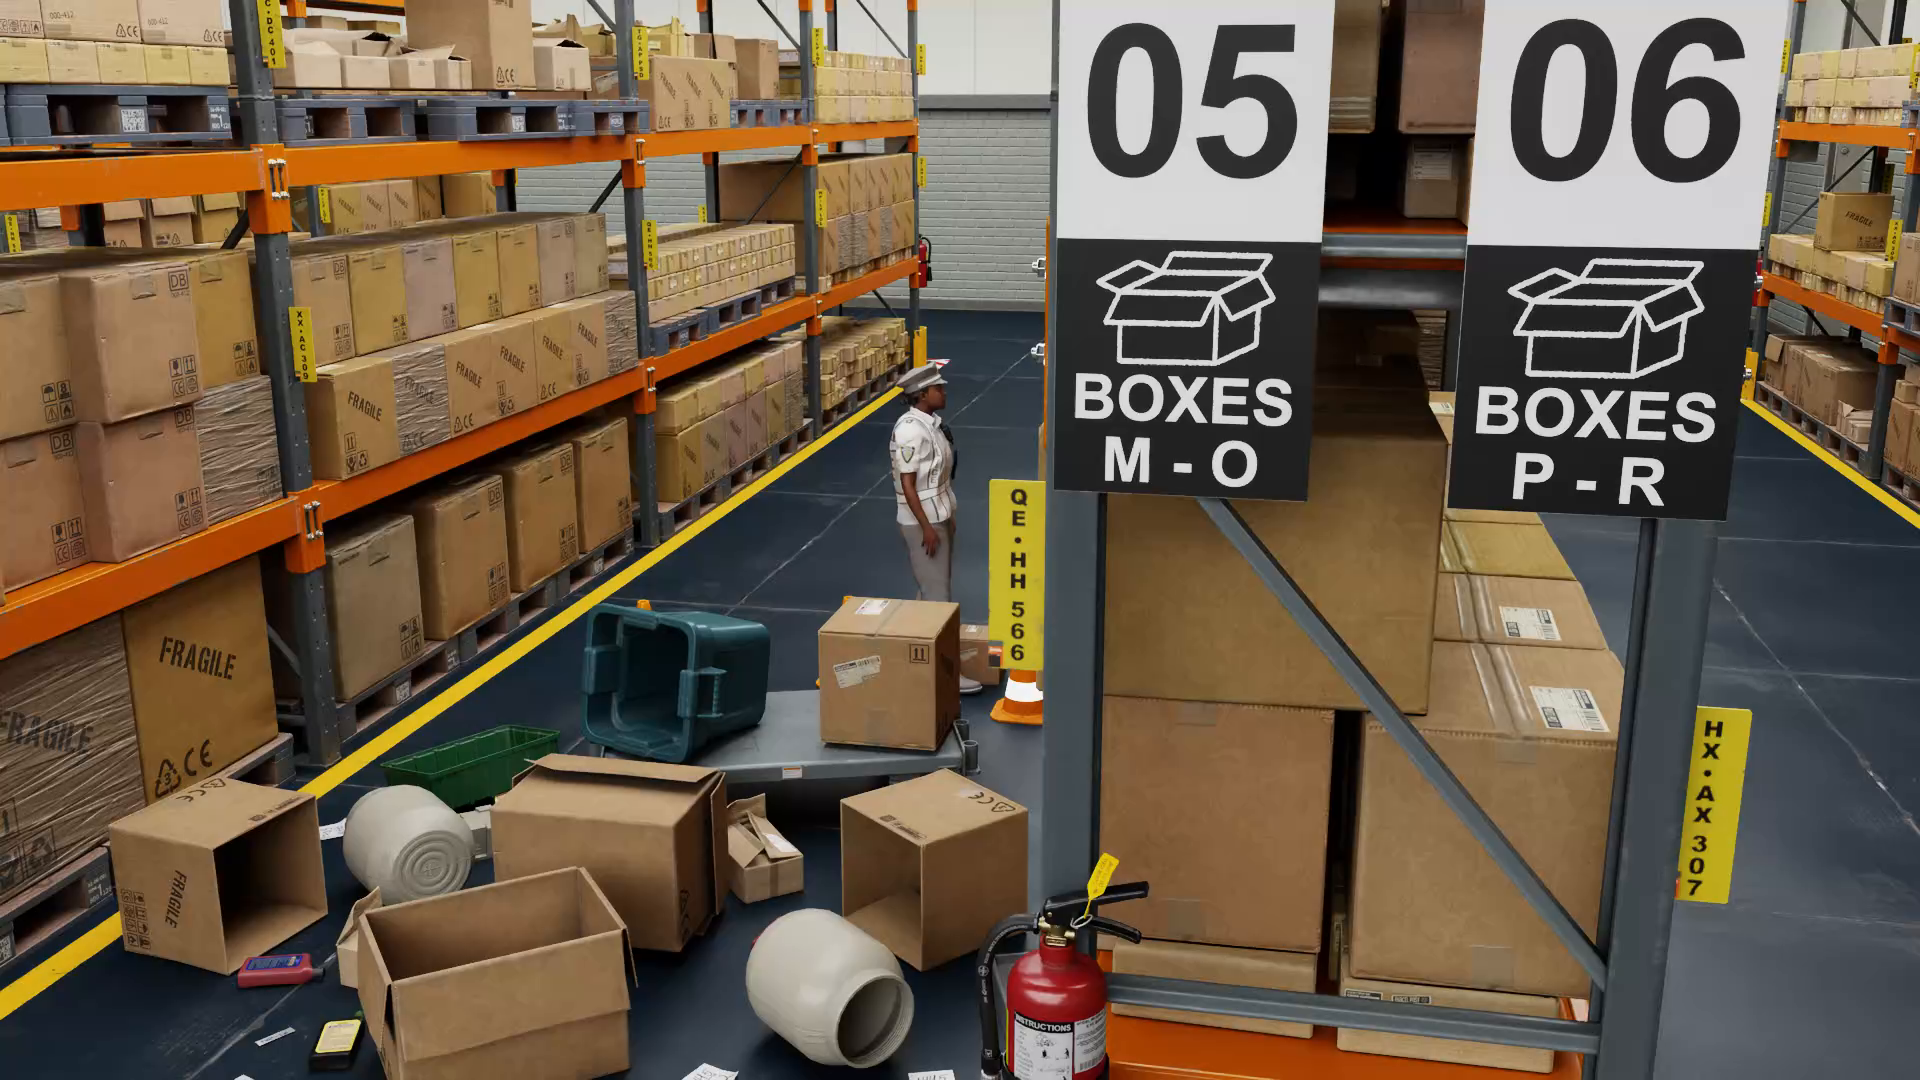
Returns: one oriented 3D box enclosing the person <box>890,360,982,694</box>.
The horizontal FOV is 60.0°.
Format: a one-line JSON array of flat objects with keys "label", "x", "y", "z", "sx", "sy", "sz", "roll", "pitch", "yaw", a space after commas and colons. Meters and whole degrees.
[{"label": "person", "x": -0.098, "y": -0.091, "z": 8.758, "sx": 0.528, "sy": 1.695, "sz": 0.569, "roll": 3, "pitch": 15, "yaw": 11}]
